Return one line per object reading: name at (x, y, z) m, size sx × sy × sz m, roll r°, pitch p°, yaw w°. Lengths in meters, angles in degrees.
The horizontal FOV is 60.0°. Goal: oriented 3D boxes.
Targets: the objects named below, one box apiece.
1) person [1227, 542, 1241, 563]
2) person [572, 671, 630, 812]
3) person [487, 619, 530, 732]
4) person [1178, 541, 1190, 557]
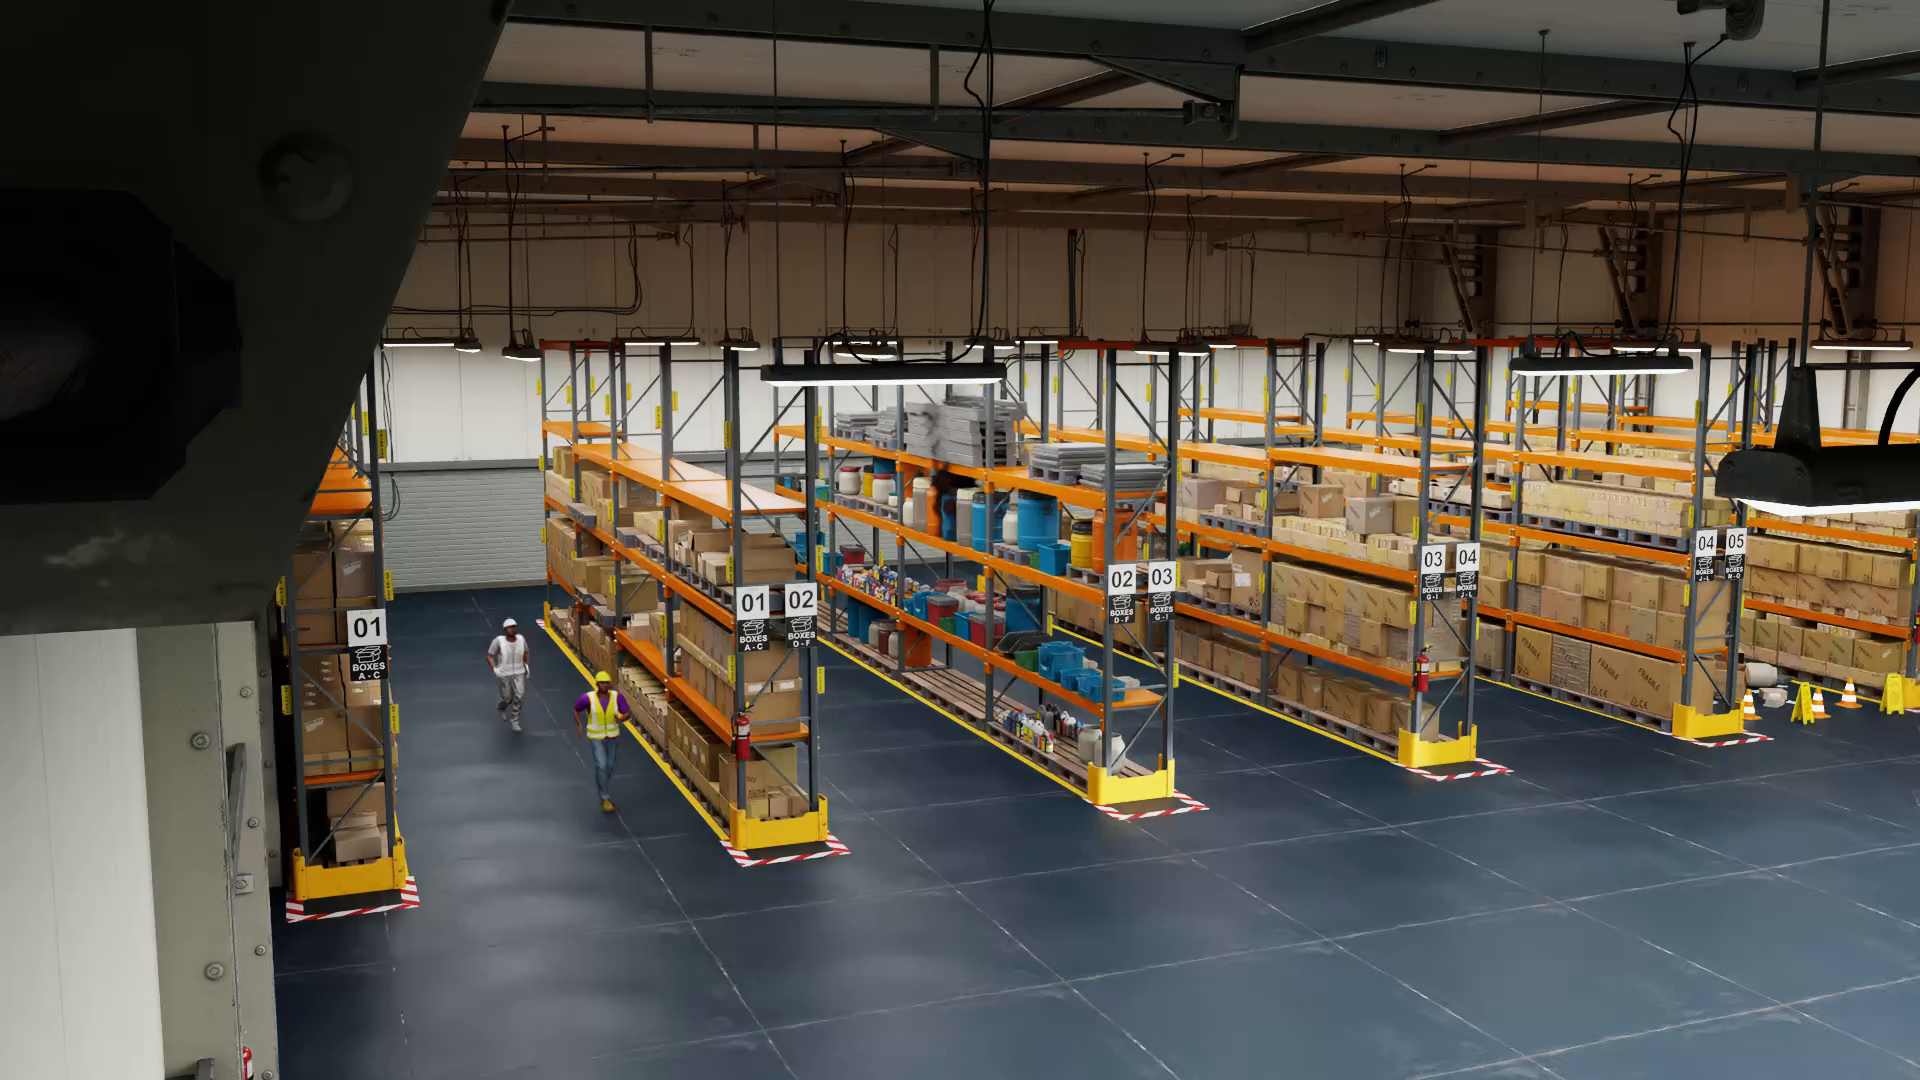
person at (5.904, 0.876, 35.696) m, size 0.517 × 1.718 × 0.798 m, roll -3°, pitch 8°, yaw -20°
person at (-4.668, 2.592, 21.835) m, size 0.704 × 1.768 × 0.888 m, roll -4°, pitch 8°, yaw -28°
person at (-7.043, 2.094, 26.031) m, size 0.687 × 1.749 × 0.677 m, roll -4°, pitch 9°, yaw -31°
person at (5.697, -0.012, 41.920) m, size 0.929 × 1.747 × 0.717 m, roll 5°, pitch 9°, yaw 31°
